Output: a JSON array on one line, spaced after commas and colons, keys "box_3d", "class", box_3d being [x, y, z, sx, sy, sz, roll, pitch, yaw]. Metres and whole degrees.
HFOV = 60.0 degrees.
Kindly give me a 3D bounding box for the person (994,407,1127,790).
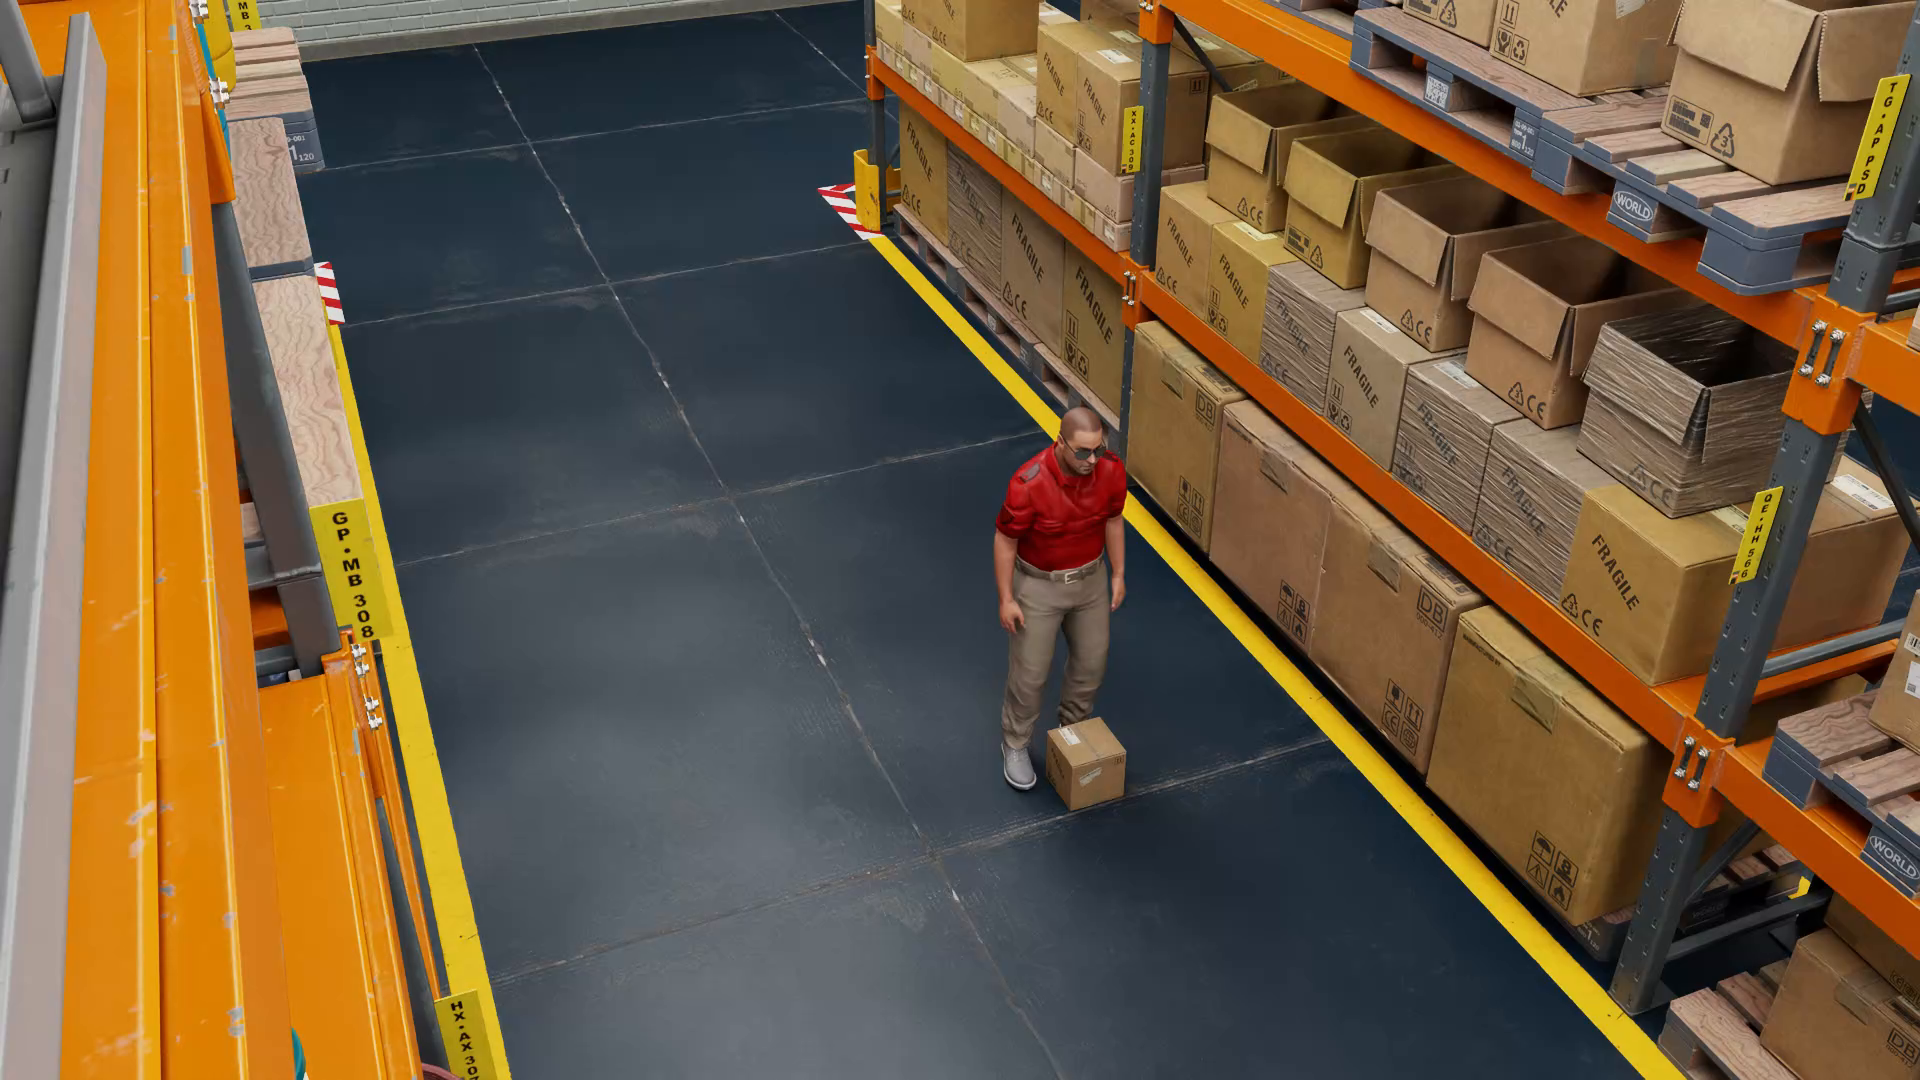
[{"box_3d": [0.421, 0.204, 6.842, 0.584, 1.726, 0.395, -13, 36, -19], "class": "person"}]
